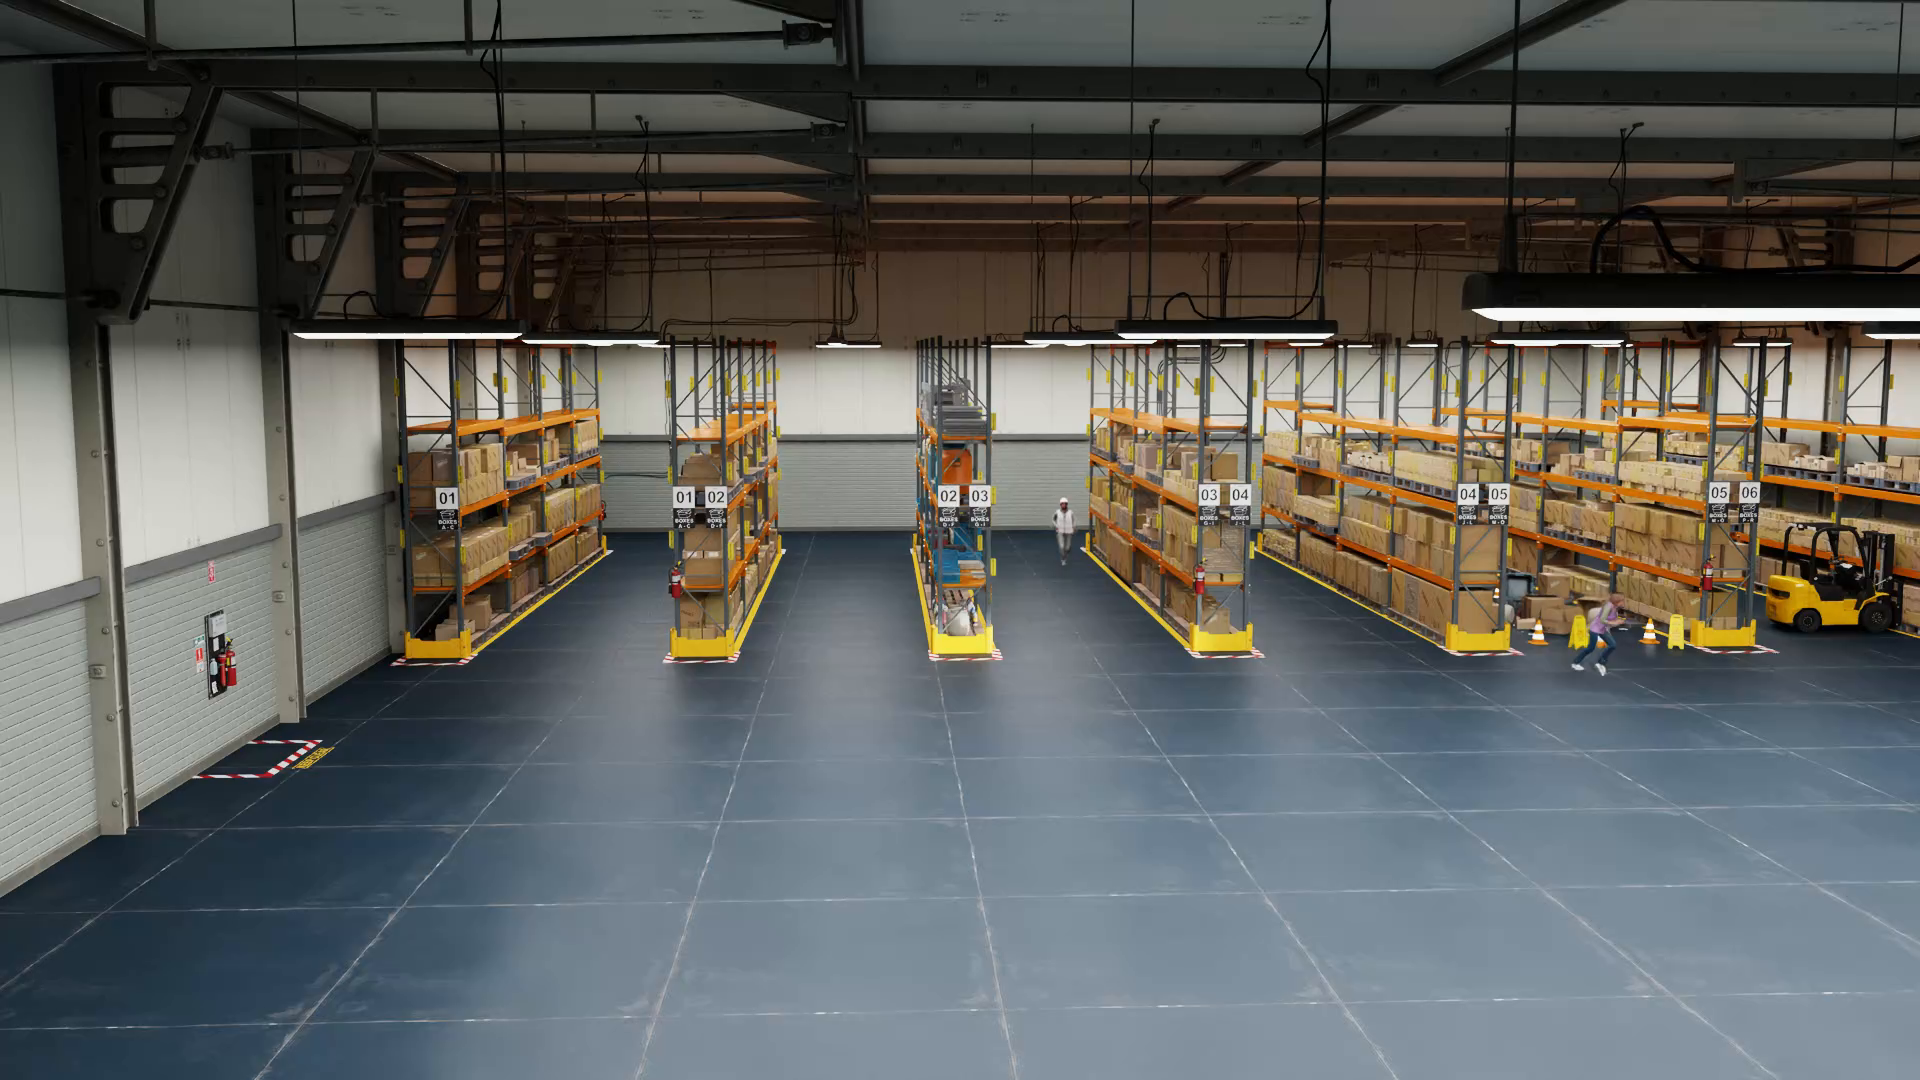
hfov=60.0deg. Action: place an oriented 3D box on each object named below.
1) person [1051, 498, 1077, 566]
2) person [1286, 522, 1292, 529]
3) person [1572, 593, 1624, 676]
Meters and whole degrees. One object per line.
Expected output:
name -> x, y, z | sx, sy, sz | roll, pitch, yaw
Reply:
person -> 2.646, -0.214, 42.371 | 0.660, 1.712, 0.620 | 0, 6, -1
person -> 9.873, -0.695, 48.956 | 0.687, 1.728, 0.699 | -1, 7, -9
person -> 11.329, 1.659, 29.455 | 0.906, 1.500, 0.578 | 6, 9, 41
